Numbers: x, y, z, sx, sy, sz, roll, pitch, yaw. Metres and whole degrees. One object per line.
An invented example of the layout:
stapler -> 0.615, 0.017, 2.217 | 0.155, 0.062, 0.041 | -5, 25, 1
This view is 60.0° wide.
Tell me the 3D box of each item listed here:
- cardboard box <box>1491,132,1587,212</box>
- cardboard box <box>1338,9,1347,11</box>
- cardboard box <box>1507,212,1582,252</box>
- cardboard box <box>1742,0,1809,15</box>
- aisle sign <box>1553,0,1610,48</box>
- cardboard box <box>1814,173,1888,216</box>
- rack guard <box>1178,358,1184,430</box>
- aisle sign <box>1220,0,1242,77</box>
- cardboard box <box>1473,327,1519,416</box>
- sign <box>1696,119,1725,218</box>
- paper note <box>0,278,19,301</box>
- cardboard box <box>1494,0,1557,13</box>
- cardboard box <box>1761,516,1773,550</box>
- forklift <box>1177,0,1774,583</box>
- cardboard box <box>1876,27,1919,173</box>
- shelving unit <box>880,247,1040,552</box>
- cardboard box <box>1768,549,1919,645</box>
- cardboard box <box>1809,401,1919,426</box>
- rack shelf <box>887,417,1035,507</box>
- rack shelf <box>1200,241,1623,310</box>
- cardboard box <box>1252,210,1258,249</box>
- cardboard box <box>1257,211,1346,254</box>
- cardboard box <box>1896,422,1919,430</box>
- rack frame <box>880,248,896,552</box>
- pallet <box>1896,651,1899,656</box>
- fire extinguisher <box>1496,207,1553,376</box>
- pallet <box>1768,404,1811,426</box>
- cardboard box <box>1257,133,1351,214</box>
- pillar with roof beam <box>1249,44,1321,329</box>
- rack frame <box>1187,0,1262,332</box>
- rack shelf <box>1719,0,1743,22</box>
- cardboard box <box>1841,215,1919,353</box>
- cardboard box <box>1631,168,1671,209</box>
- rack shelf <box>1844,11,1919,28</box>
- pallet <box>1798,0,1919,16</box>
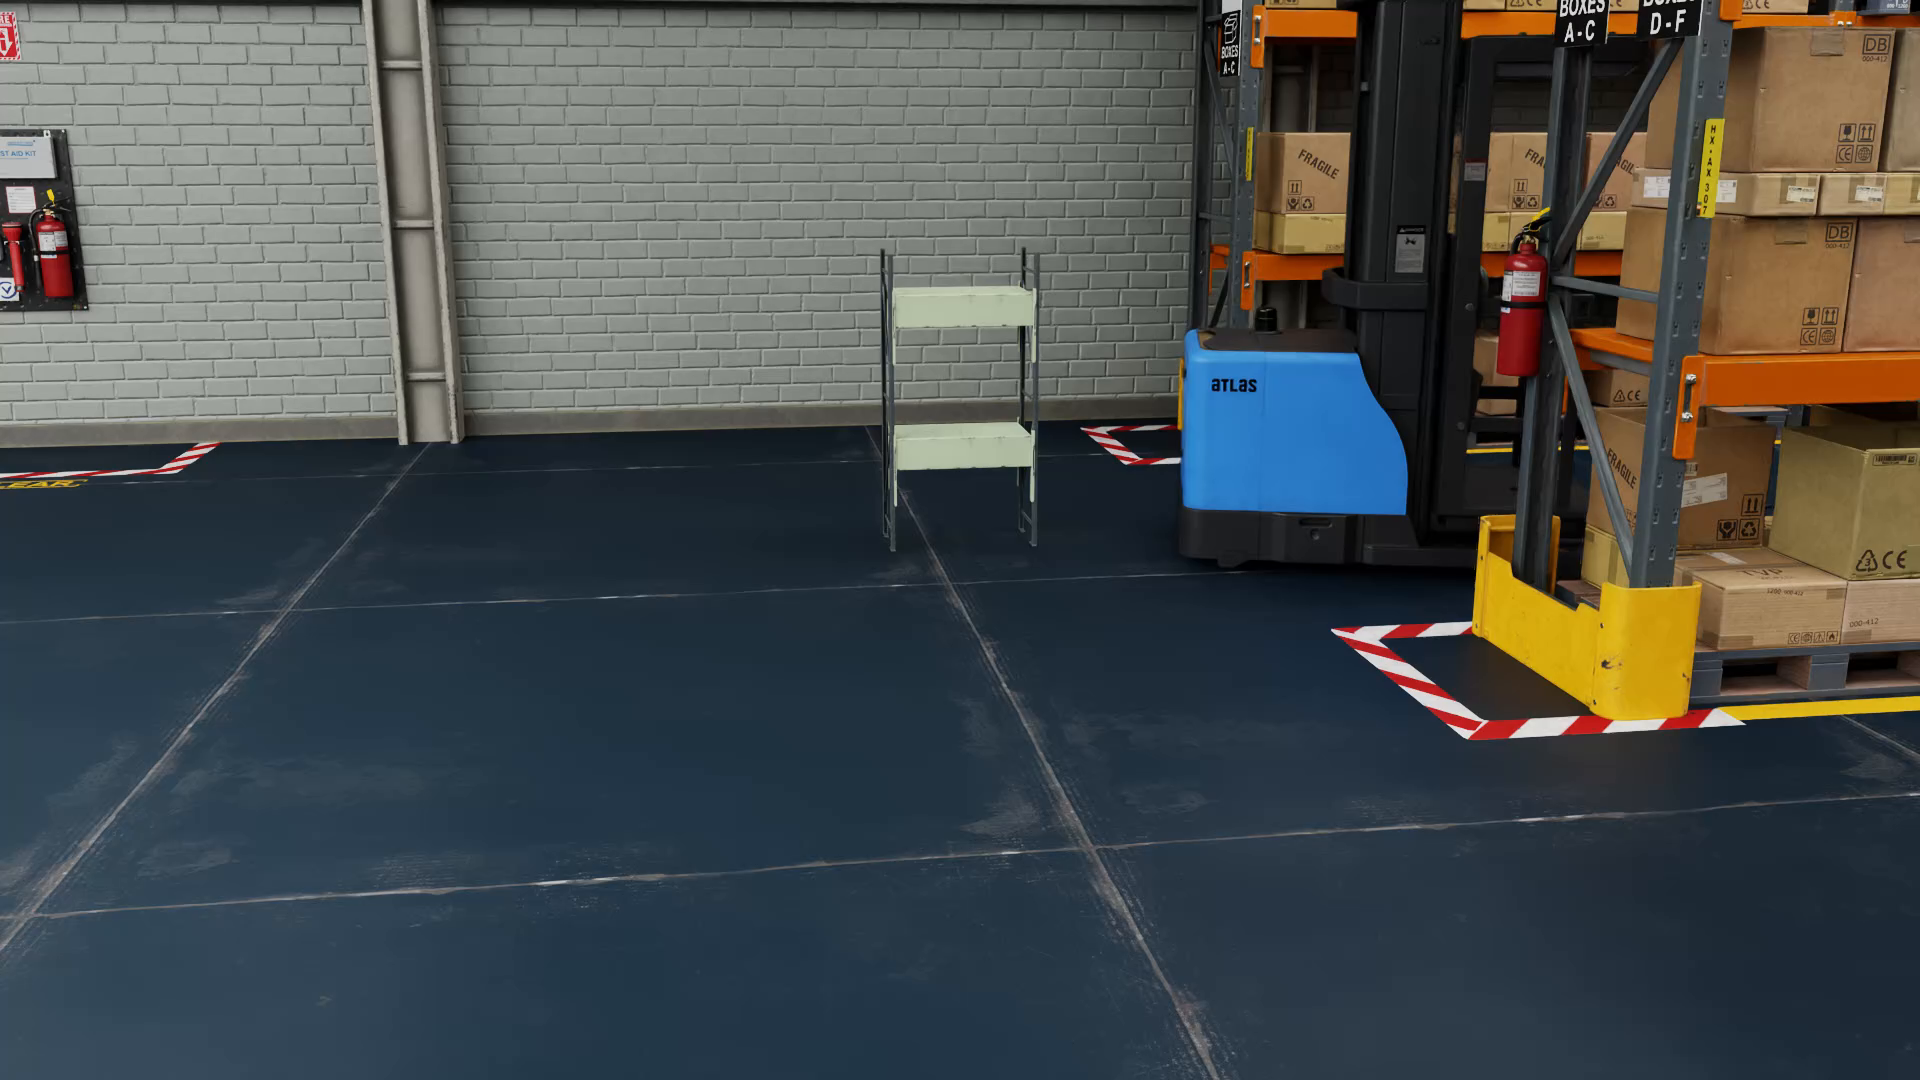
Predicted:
cardboard box -> 3.758, -2.430, 10.970 | 0.500, 0.500, 0.500 | -2, 14, -7
cardboard box -> 2.635, -3.606, 10.521 | 0.500, 0.500, 0.500 | -1, 14, -5
cardboard box -> 3.777, -2.065, 11.058 | 0.500, 0.250, 0.500 | -2, 14, -8
cardboard box -> 5.221, -3.710, 10.937 | 0.500, 0.500, 0.500 | -2, 14, -7
aisle sign -> 2.364, -2.268, 6.254 | 0.004, 0.787, 0.394 | -2, 14, -8
cardboard box -> 3.153, -1.274, 6.098 | 0.250, 0.149, 0.380 | -2, 14, -10
rack guard -> 1.806, -0.920, 11.364 | 0.348, 0.500, 1.175 | -2, 14, -8
aisle sign -> 1.704, -3.316, 10.434 | 0.004, 0.787, 0.394 | -2, 14, -8
cardboard box -> 3.725, -1.170, 11.453 | 0.500, 0.500, 0.700 | -3, 14, -12
sign -> 2.549, -1.263, 5.650 | 0.005, 0.325, 0.100 | -2, 14, -8
paper note -> -6.274, -1.649, 10.940 | 0.142, 0.148, 0.016 | -2, 14, -8
cardboard box -> 3.674, -3.650, 10.698 | 0.500, 0.500, 0.500 | -1, 14, -5
cardboard box -> 3.451, 0.080, 7.026 | 0.500, 0.250, 0.500 | -2, 14, -8
forklift -> 2.631, -1.350, 8.078 | 3.031, 2.935, 1.130 | 2, 14, 6
cardboard box -> 3.507, -1.652, 6.272 | 0.500, 0.500, 0.700 | -2, 14, -10
shelving unit -> -0.007, -0.727, 8.538 | 0.755, 1.500, 0.431 | -2, 14, -8
cardboard box -> 3.530, 0.207, 6.521 | 0.500, 0.250, 0.500 | -2, 14, -8
cardboard box -> 3.945, -0.303, 7.012 | 0.500, 0.500, 0.500 | -2, 14, -8
rack shelf -> -0.007, -0.411, 8.618 | 0.720, 0.370, 0.431 | -2, 14, -8
rack shelf -> 3.708, -1.854, 11.425 | 4.000, 0.370, 1.077 | -2, 14, -8
cardboard box -> 2.164, -2.131, 11.318 | 0.500, 0.250, 0.500 | -2, 14, -7
cardboard box -> 2.261, -2.008, 10.830 | 0.500, 0.250, 0.500 | -3, 14, -10
cardboard box -> 4.022, -0.178, 6.513 | 0.500, 0.500, 0.500 | -2, 14, -8
rack frame -> -0.369, -0.714, 8.486 | 0.023, 1.500, 0.400 | -2, 14, -8
pallet -> 4.426, 0.333, 6.961 | 1.213, 0.211, 1.003 | -2, 14, -8
fire extinguisher -> 2.286, -1.008, 6.736 | 0.183, 0.674, 0.296 | -2, 14, -8
pallet -> 6.456, -0.951, 12.080 | 1.213, 0.211, 1.003 | -2, 14, -8
cardboard box -> 2.248, -2.376, 10.754 | 0.500, 0.500, 0.500 | -2, 14, -8
pillar with roof beam -> 2.935, -4.238, 7.121 | 0.400, 9.000, 9.100 | -2, 14, -8
rack frame -> 1.731, -2.130, 11.049 | 0.127, 3.000, 1.000 | -2, 14, -8
rack shelf -> 4.450, -2.117, 6.309 | 4.000, 0.370, 1.077 | -2, 14, -8
cardboard box -> 3.454, -1.021, 6.421 | 0.500, 0.500, 0.700 | -2, 14, -7
cardboard box -> 2.822, -1.361, 6.445 | 0.250, 0.149, 0.380 | -2, 14, -9
rack shelf -> 7.664, -3.453, 11.638 | 4.000, 0.370, 1.077 | -2, 14, -8
pallet -> 6.312, -3.636, 11.272 | 1.003, 0.211, 1.213 | -2, 14, -8
